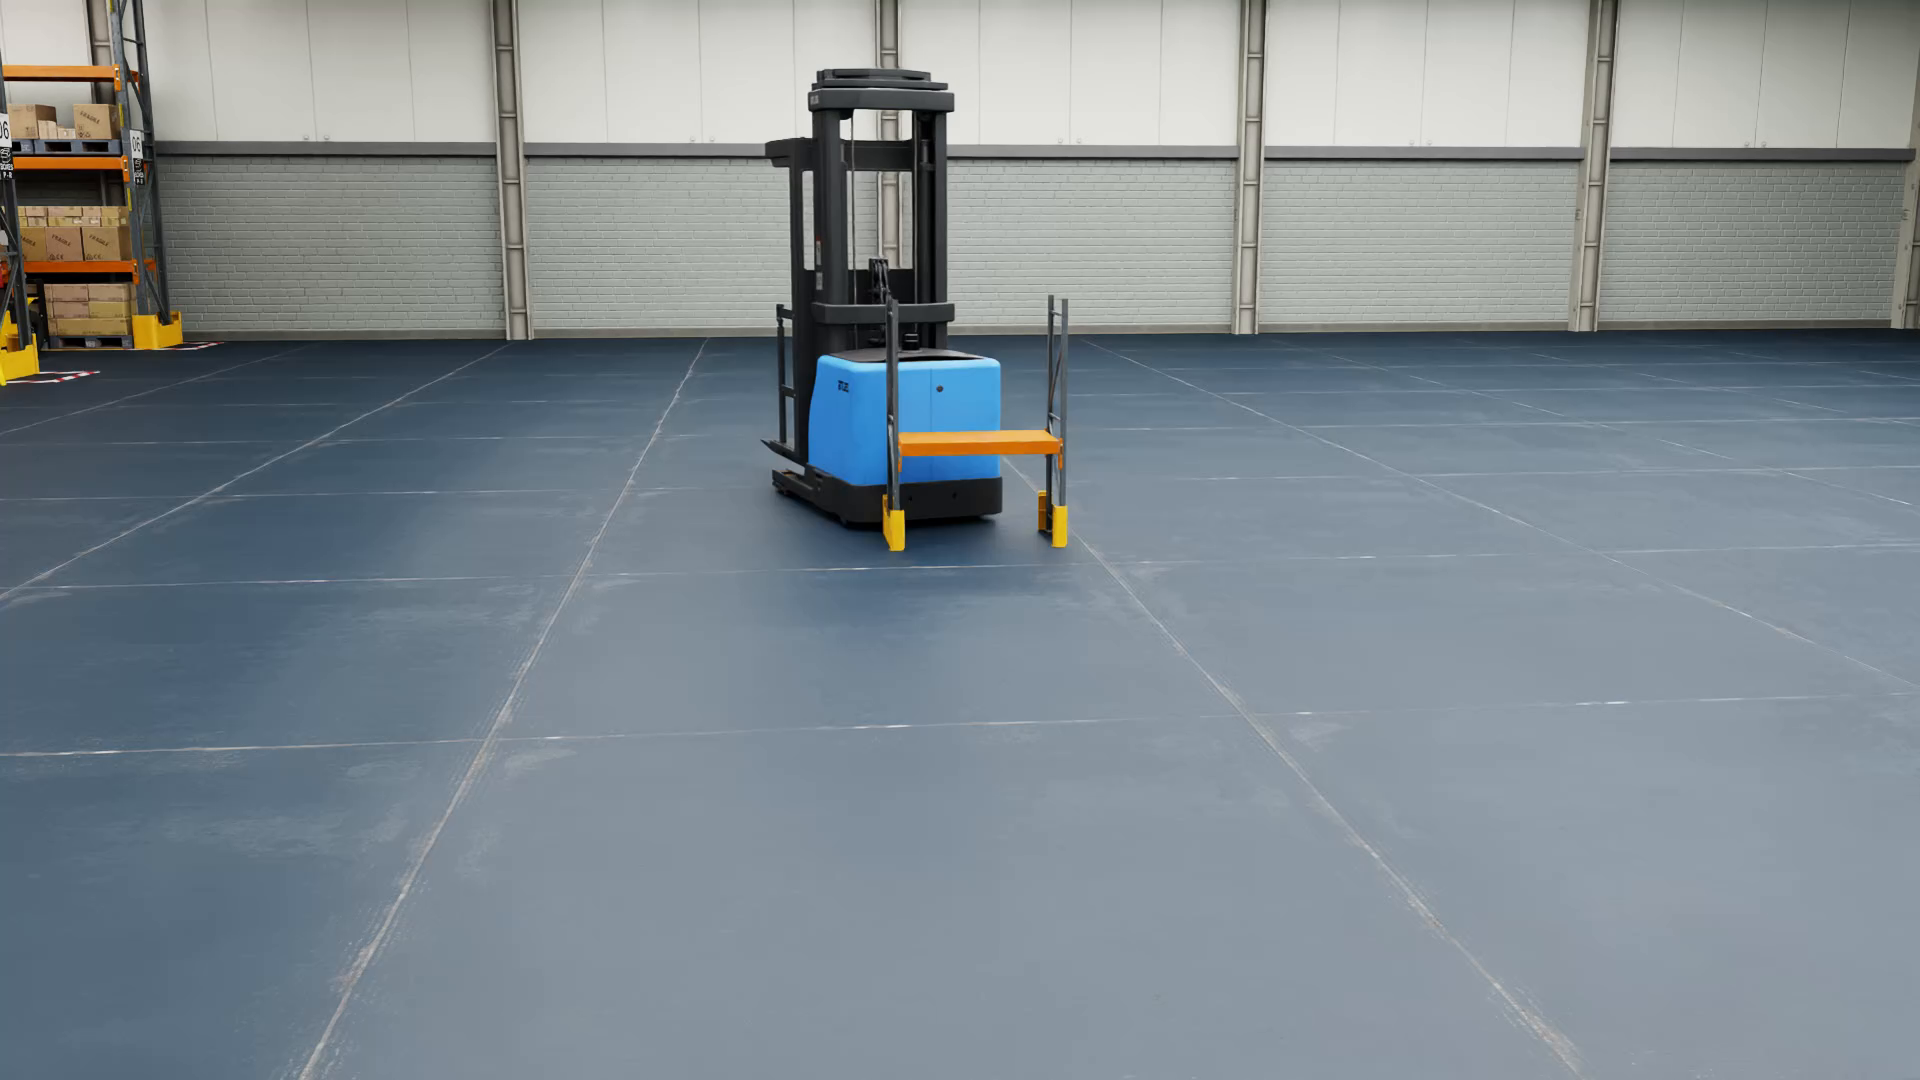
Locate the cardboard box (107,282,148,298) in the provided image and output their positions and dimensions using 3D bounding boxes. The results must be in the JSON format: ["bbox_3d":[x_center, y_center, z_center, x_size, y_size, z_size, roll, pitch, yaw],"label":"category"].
[{"bbox_3d":[-12.786,-3.814,25.440,0.500,0.250,0.500,-1,11,-7],"label":"cardboard box"}]

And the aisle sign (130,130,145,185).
[{"bbox_3d":[-12.191,-5.661,24.648,0.004,0.787,0.394,-1,11,-6],"label":"aisle sign"}]

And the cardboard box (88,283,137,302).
[{"bbox_3d":[-12.712,-3.718,24.954,0.500,0.250,0.500,-1,11,-4],"label":"cardboard box"}]

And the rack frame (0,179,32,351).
[{"bbox_3d":[-11.748,-3.489,20.337,0.127,3.000,1.000,-1,11,-6],"label":"rack frame"}]

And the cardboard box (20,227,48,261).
[{"bbox_3d":[-13.775,-4.409,24.760,0.500,0.500,0.500,-1,11,-7],"label":"cardboard box"}]

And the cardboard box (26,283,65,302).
[{"bbox_3d":[-13.720,-3.694,24.831,0.500,0.250,0.500,-1,11,-5],"label":"cardboard box"}]

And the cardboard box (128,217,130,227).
[{"bbox_3d":[-12.653,-4.850,25.323,0.250,0.149,0.380,-1,11,-8],"label":"cardboard box"}]

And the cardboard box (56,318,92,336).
[{"bbox_3d":[-13.216,-3.218,25.002,0.500,0.250,0.500,-1,11,-6],"label":"cardboard box"}]

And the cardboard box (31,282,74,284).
[{"bbox_3d":[-13.781,-3.795,25.341,0.500,0.250,0.500,-1,11,-6],"label":"cardboard box"}]

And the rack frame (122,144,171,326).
[{"bbox_3d":[-12.288,-4.440,25.178,0.127,3.000,1.000,-1,11,-6],"label":"rack frame"}]

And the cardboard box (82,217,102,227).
[{"bbox_3d":[-12.853,-4.736,24.740,0.250,0.149,0.380,-1,11,-5],"label":"cardboard box"}]

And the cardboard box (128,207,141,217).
[{"bbox_3d":[-12.645,-4.988,25.250,0.250,0.149,0.380,-1,11,-7],"label":"cardboard box"}]

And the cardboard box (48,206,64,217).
[{"bbox_3d":[-13.376,-4.893,24.770,0.250,0.149,0.380,-1,11,-6],"label":"cardboard box"}]

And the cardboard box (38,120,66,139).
[{"bbox_3d":[-13.331,-6.021,24.441,0.258,0.266,0.396,-1,11,-6],"label":"cardboard box"}]

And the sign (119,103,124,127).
[{"bbox_3d":[-12.243,-6.203,24.281,0.005,0.325,0.100,-1,11,-6],"label":"sign"}]

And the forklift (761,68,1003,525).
[{"bbox_3d":[-0.728,-1.778,11.813,1.130,2.935,3.031,-4,12,-21],"label":"forklift"}]

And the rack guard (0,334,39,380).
[{"bbox_3d":[-11.824,-2.260,20.570,0.348,0.500,1.175,-1,11,-6],"label":"rack guard"}]

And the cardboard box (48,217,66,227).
[{"bbox_3d":[-13.365,-4.739,24.757,0.250,0.149,0.380,-1,11,-6],"label":"cardboard box"}]

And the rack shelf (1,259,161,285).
[{"bbox_3d":[-14.276,-4.046,25.036,4.000,0.370,1.077,-1,11,-6],"label":"rack shelf"}]

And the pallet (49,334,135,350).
[{"bbox_3d":[-13.044,-3.048,25.326,1.213,0.211,1.003,-1,11,-6],"label":"pallet"}]

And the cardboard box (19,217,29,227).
[{"bbox_3d":[-13.875,-4.715,24.636,0.250,0.149,0.380,-1,11,-6],"label":"cardboard box"}]

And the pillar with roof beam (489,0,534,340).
[{"bbox_3d":[-6.648,-6.842,21.842,0.400,9.000,9.100,-1,11,-6],"label":"pillar with roof beam"}]

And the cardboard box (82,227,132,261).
[{"bbox_3d":[-12.749,-4.429,24.861,0.500,0.500,0.500,-1,11,-7],"label":"cardboard box"}]

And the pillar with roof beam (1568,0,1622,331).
[{"bbox_3d":[11.247,-7.217,23.749,0.400,9.000,9.100,-1,11,-6],"label":"pillar with roof beam"}]

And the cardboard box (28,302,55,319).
[{"bbox_3d":[-13.749,-3.449,24.881,0.500,0.250,0.500,-1,11,-7],"label":"cardboard box"}]

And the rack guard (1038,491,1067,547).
[{"bbox_3d":[0.577,-0.135,10.405,0.087,0.250,0.587,-1,11,-7],"label":"rack guard"}]

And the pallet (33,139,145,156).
[{"bbox_3d":[-12.994,-5.859,24.848,1.213,0.211,1.003,-1,11,-6],"label":"pallet"}]

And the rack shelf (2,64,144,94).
[{"bbox_3d":[-14.276,-6.793,24.496,4.000,0.370,1.077,-1,11,-6],"label":"rack shelf"}]

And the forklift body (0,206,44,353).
[{"bbox_3d":[-13.976,-3.635,23.280,1.214,2.155,2.313,-1,11,-6],"label":"forklift body"}]

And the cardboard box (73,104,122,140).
[{"bbox_3d":[-12.702,-6.160,24.545,0.500,0.500,0.500,-1,11,-4],"label":"cardboard box"}]

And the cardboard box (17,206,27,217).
[{"bbox_3d":[-13.879,-4.860,24.601,0.250,0.149,0.380,-1,11,-5],"label":"cardboard box"}]

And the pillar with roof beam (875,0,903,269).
[{"bbox_3d":[-0.683,-6.967,22.477,0.400,9.000,9.100,-1,11,-6],"label":"pillar with roof beam"}]

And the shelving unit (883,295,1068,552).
[{"bbox_3d":[0.083,-0.736,10.222,1.083,1.500,0.587,-1,11,-7],"label":"shelving unit"}]

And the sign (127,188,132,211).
[{"bbox_3d":[-12.243,-5.020,24.513,0.005,0.325,0.100,-1,11,-6],"label":"sign"}]

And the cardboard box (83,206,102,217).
[{"bbox_3d":[-12.863,-4.895,24.778,0.250,0.149,0.380,-1,11,-6],"label":"cardboard box"}]

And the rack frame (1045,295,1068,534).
[{"bbox_3d":[0.596,-0.748,10.287,0.032,1.500,0.500,-1,11,-7],"label":"rack frame"}]

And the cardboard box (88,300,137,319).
[{"bbox_3d":[-12.738,-3.472,24.998,0.500,0.250,0.500,-1,11,-7],"label":"cardboard box"}]
